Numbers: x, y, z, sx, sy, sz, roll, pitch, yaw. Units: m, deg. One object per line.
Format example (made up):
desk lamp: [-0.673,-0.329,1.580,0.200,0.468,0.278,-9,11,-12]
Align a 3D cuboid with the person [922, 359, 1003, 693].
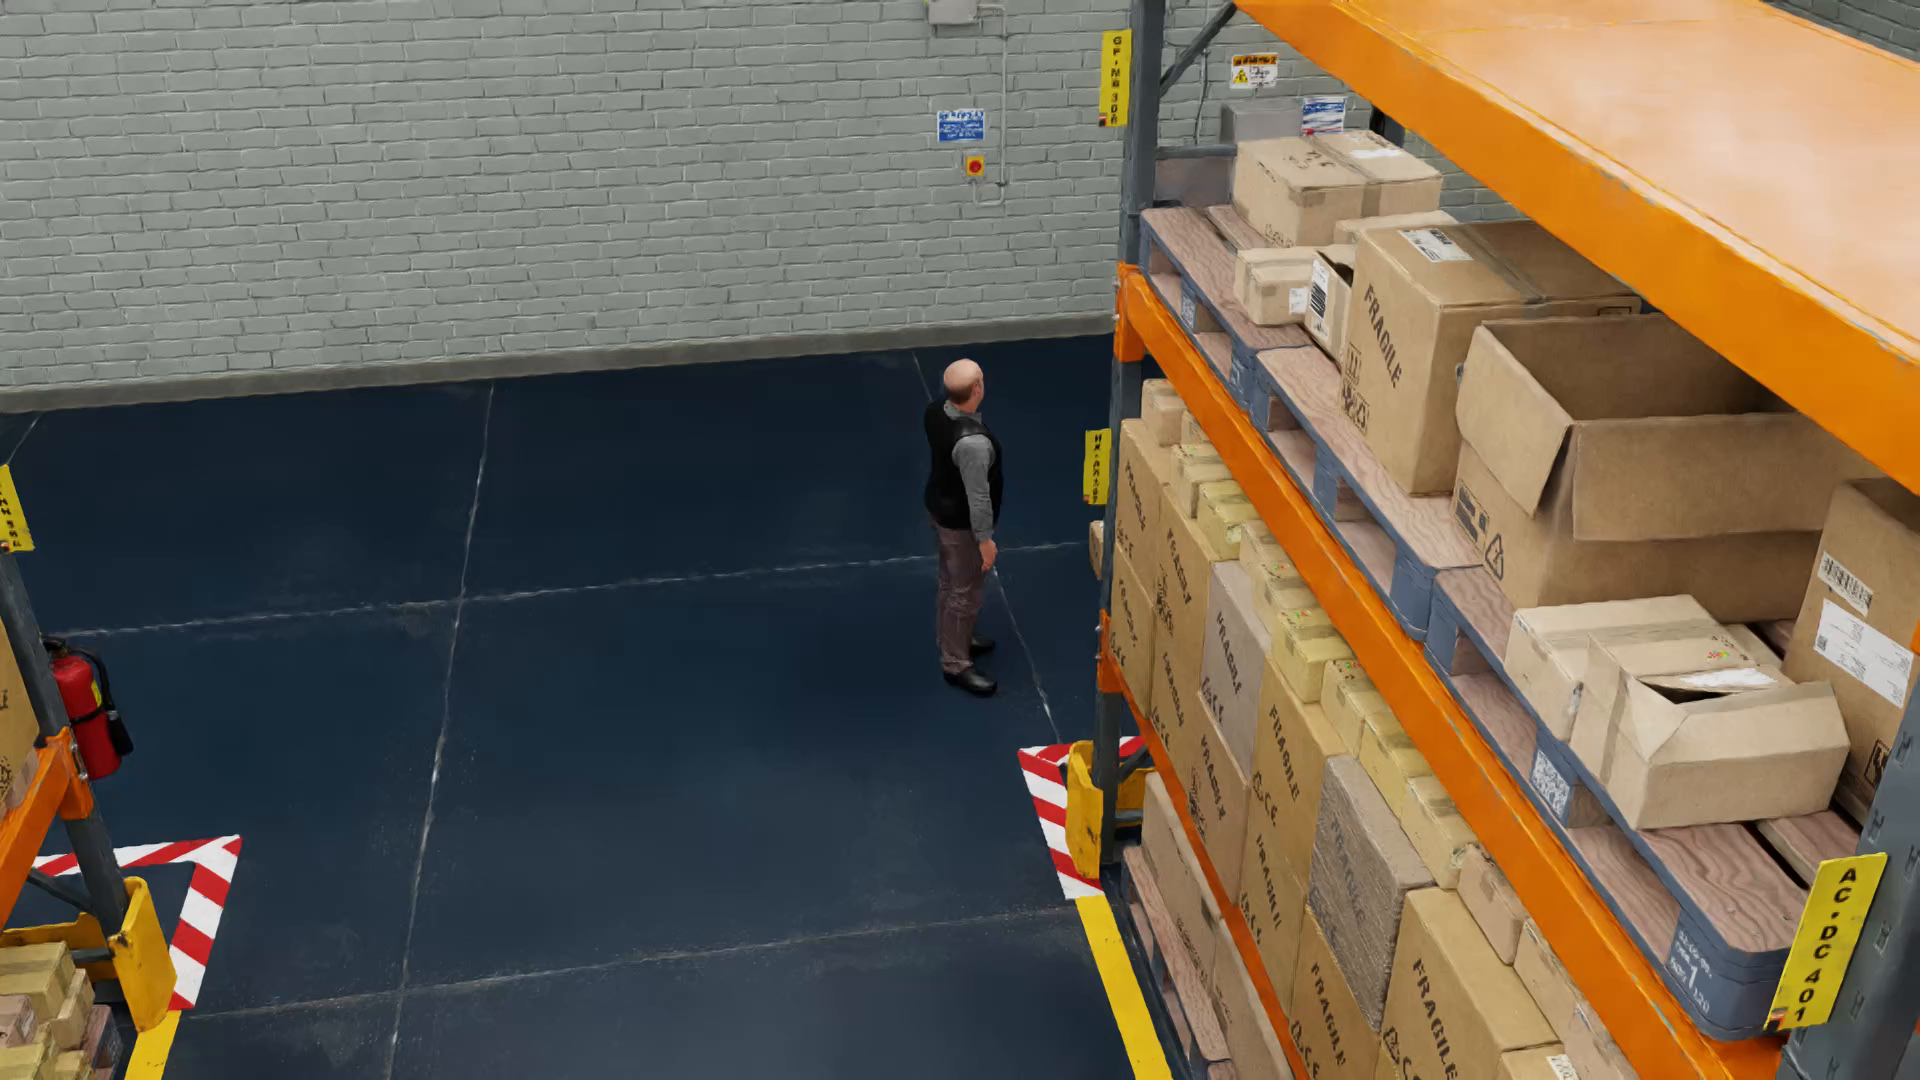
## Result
person: [0.034,-0.099,8.280,0.385,1.732,0.591,-10,32,-16]
